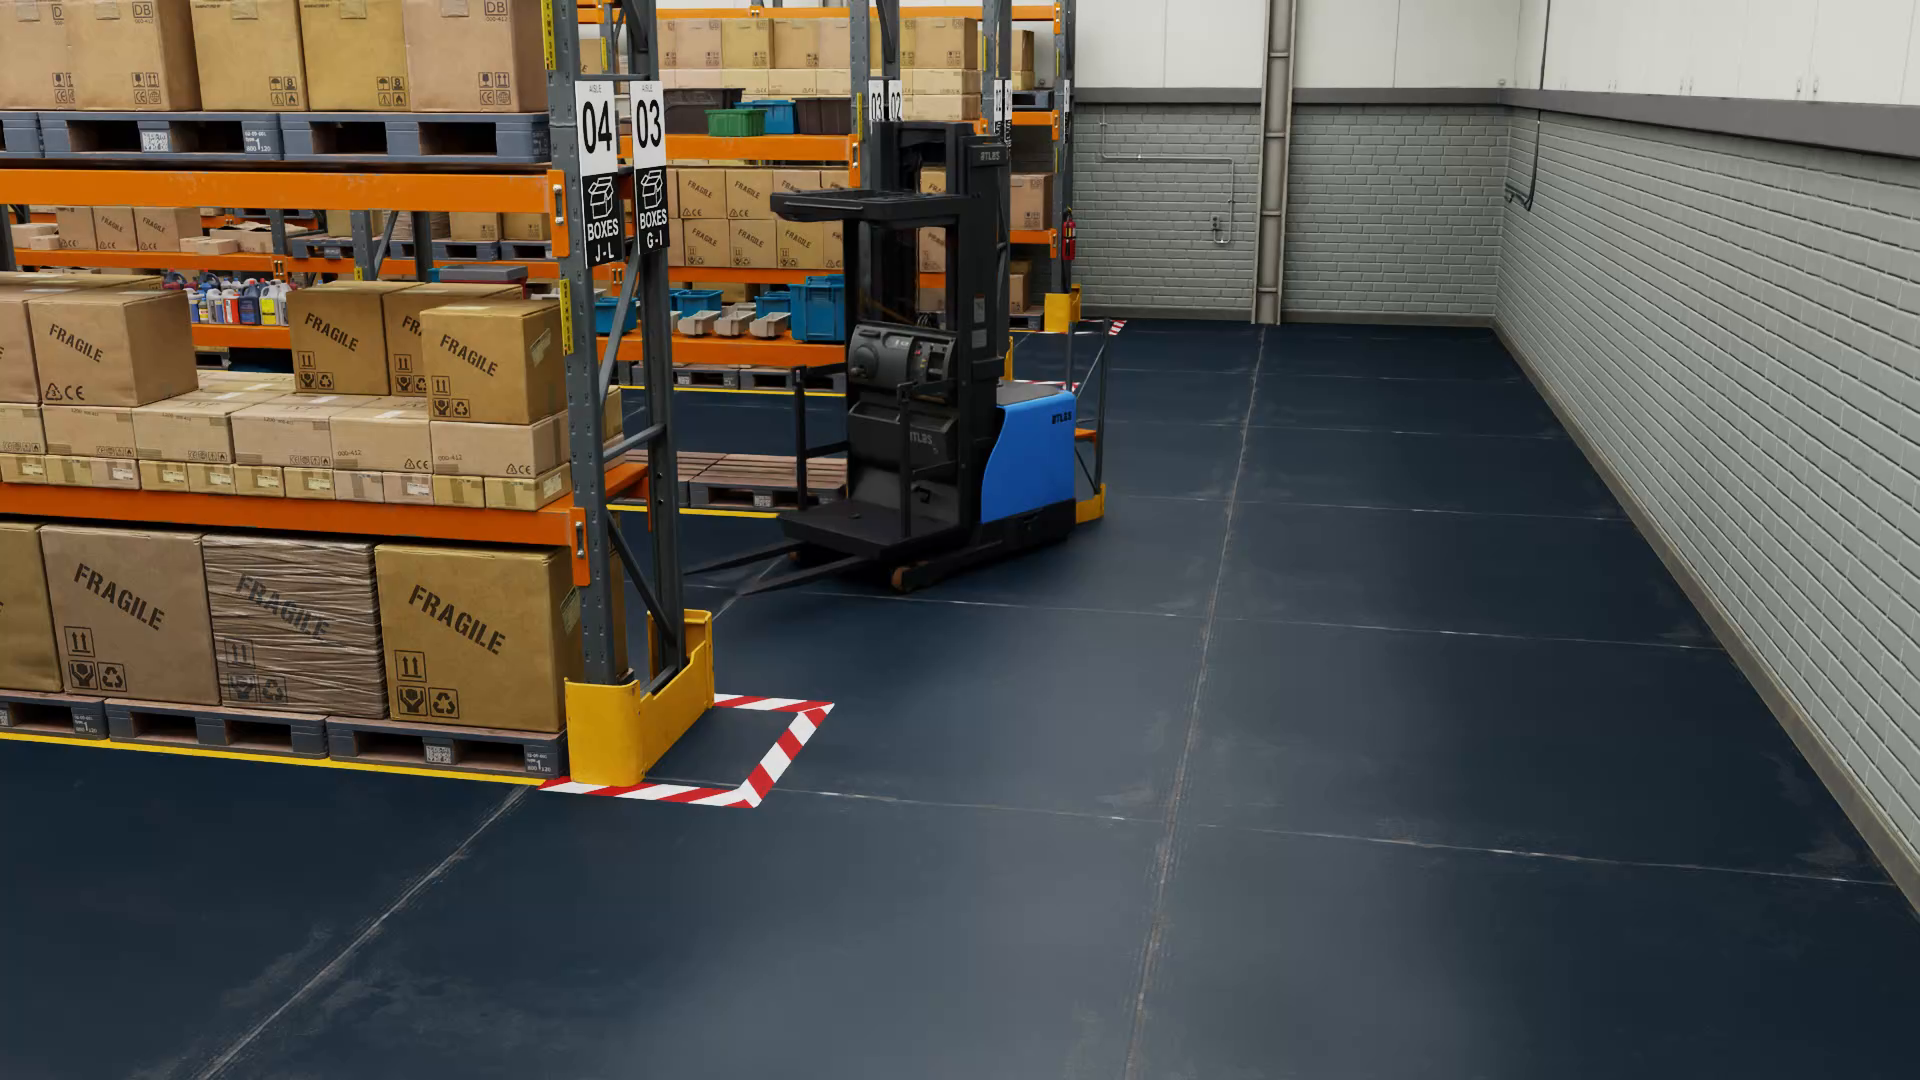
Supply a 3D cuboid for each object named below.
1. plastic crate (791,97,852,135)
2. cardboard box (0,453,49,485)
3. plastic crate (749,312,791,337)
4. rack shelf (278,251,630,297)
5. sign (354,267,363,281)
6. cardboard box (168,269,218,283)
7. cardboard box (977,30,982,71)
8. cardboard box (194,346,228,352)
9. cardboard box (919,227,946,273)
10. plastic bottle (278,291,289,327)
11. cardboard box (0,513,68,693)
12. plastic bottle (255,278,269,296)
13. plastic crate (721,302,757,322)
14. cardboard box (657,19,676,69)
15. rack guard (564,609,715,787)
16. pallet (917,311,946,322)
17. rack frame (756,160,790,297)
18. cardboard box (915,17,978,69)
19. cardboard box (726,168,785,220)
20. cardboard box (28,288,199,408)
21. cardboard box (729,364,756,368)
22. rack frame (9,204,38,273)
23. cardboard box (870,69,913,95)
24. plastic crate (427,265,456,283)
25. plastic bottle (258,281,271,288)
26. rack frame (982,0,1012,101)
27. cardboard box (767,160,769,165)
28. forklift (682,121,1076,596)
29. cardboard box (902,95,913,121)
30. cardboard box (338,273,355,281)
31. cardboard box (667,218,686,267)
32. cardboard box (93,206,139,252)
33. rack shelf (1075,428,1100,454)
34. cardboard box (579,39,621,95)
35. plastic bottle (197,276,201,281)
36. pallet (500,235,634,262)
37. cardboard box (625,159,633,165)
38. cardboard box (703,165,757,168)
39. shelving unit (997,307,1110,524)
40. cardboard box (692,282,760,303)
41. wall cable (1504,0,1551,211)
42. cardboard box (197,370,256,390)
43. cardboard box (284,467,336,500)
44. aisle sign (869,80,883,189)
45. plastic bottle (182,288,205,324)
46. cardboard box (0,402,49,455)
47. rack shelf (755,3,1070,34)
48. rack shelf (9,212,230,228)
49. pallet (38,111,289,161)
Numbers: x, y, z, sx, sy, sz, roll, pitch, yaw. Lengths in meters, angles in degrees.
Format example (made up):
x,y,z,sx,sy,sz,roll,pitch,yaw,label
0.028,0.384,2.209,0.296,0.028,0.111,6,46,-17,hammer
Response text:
x,y,z,sx,sy,sz,roll,pitch,yaw,label
-0.936,-3.217,12.613,0.590,0.269,0.497,3,16,11,plastic crate
-4.523,-0.393,8.263,0.250,0.149,0.380,3,16,10,cardboard box
-1.449,-1.639,12.672,0.243,0.136,0.396,3,16,11,plastic crate
-5.503,-3.009,18.585,4.000,0.370,1.077,3,16,11,rack shelf
-4.645,-1.944,12.871,0.005,0.325,0.100,3,16,11,sign
-11.424,-4.023,24.756,0.500,0.500,0.500,2,16,7,cardboard box
0.101,-6.315,21.455,0.500,0.500,0.500,4,16,13,cardboard box
-8.533,-2.330,19.150,0.500,0.250,0.500,3,16,10,cardboard box
-0.116,-3.038,17.152,0.500,0.500,0.500,4,16,13,cardboard box
-5.342,-1.850,13.285,0.135,0.276,0.152,3,16,11,plastic bottle
-4.890,0.219,8.775,0.875,0.875,0.875,3,16,11,cardboard box
-5.652,-1.941,13.473,0.185,0.351,0.144,3,16,11,plastic bottle
-1.753,-1.817,13.315,0.298,0.136,0.250,3,16,11,plastic crate
-3.059,-5.209,17.500,0.500,0.500,0.700,3,16,11,cardboard box
-1.577,0.760,8.311,0.348,0.500,1.175,3,16,11,rack guard
-0.631,-3.077,22.704,1.213,0.211,1.003,3,16,11,pallet
-2.559,-4.546,22.783,0.127,3.000,1.000,3,16,11,rack frame
-0.130,-5.036,16.872,0.500,0.500,0.700,3,16,11,cardboard box
-2.128,-3.626,17.404,0.500,0.500,0.500,3,16,9,cardboard box
-4.110,-0.944,8.099,0.500,0.500,0.500,3,16,9,cardboard box
-2.325,-1.974,17.983,0.250,0.166,0.380,3,16,11,cardboard box
-11.382,-3.675,19.641,0.127,3.000,1.000,3,16,11,rack frame
-0.667,-4.638,16.843,0.500,0.250,0.500,3,16,11,cardboard box
-4.008,-2.040,13.654,0.575,0.384,0.392,3,16,11,plastic crate
-5.849,-2.028,13.927,0.135,0.276,0.152,3,16,11,plastic bottle
0.377,-5.928,16.536,0.127,3.000,1.000,3,16,11,rack frame
-2.958,-5.201,22.962,0.500,0.250,0.500,4,16,13,cardboard box
-0.533,-1.227,10.930,1.130,2.935,3.031,14,21,41,forklift
-0.667,-4.398,16.912,0.500,0.250,0.500,3,16,11,cardboard box
-8.666,-3.892,24.281,0.500,0.500,0.700,3,16,12,cardboard box
-3.098,-3.199,17.736,0.500,0.500,0.500,4,16,13,cardboard box
-9.626,-3.624,19.267,0.500,0.500,0.500,3,16,11,cardboard box
0.509,-0.780,12.609,1.000,0.185,0.538,12,16,36,rack shelf
-4.022,-5.040,17.788,0.600,0.600,0.600,2,16,6,cardboard box
-6.540,-2.123,14.256,0.133,0.283,0.061,3,16,11,plastic bottle
-4.304,-3.228,18.387,1.213,0.211,1.003,3,16,11,pallet
-4.567,-5.150,22.778,0.500,0.250,0.500,3,16,10,cardboard box
-2.493,-3.794,18.009,0.500,0.500,0.500,3,16,10,cardboard box
0.522,-0.953,12.564,1.083,1.500,0.587,12,16,36,shelving unit
-3.222,-3.713,23.016,0.750,0.750,0.750,3,16,12,cardboard box
6.832,-5.333,20.205,0.112,2.526,3.097,3,16,11,wall cable
-4.028,-0.721,8.698,0.500,0.250,0.500,3,16,12,cardboard box
-3.017,-0.311,7.968,0.250,0.149,0.380,3,16,10,cardboard box
-0.602,-2.914,12.022,0.004,0.787,0.394,3,16,11,aisle sign
-6.196,-1.896,13.452,0.135,0.276,0.152,3,16,11,plastic bottle
-4.626,-0.608,8.292,0.500,0.250,0.500,3,16,11,cardboard box
-0.599,-6.791,21.748,4.000,0.370,1.077,3,16,11,rack shelf
-12.359,-4.731,24.800,4.000,0.370,1.077,3,16,11,rack shelf
-3.529,-1.950,7.958,1.213,0.211,1.003,3,16,11,pallet
